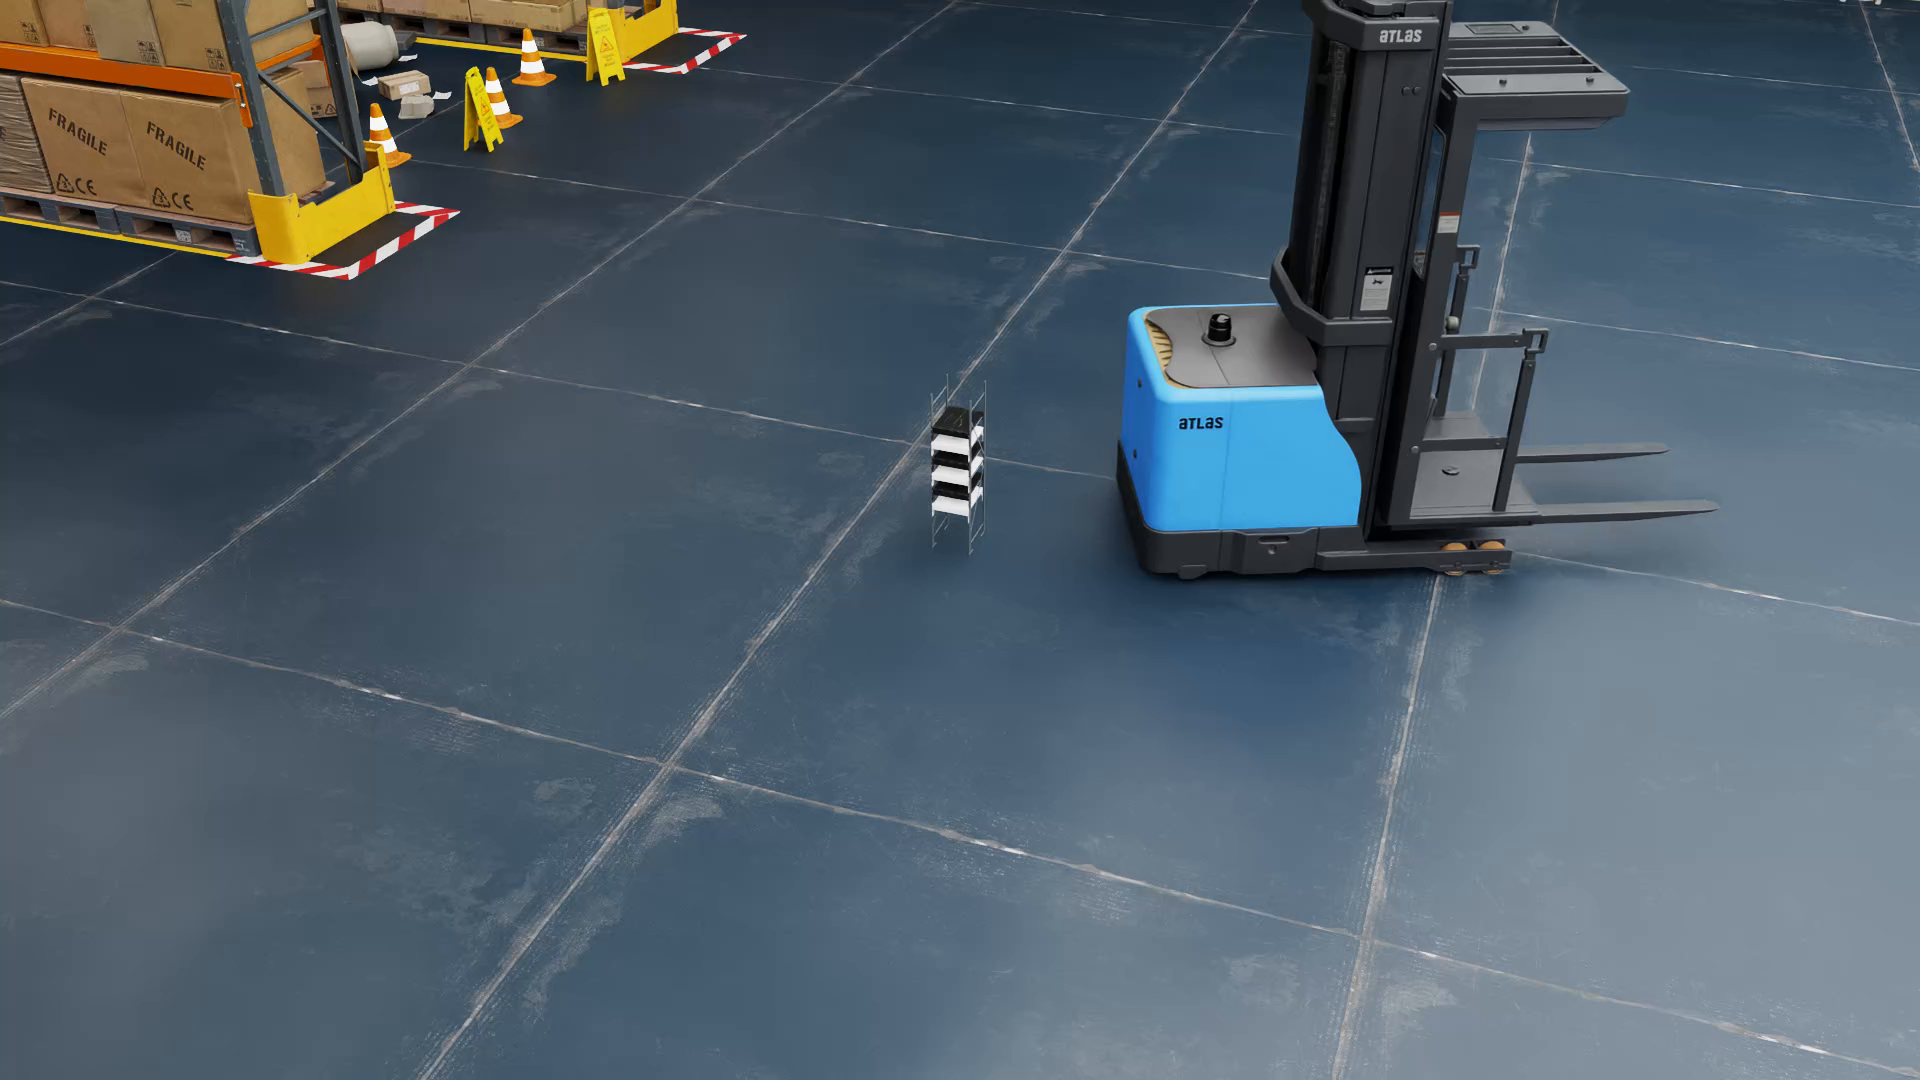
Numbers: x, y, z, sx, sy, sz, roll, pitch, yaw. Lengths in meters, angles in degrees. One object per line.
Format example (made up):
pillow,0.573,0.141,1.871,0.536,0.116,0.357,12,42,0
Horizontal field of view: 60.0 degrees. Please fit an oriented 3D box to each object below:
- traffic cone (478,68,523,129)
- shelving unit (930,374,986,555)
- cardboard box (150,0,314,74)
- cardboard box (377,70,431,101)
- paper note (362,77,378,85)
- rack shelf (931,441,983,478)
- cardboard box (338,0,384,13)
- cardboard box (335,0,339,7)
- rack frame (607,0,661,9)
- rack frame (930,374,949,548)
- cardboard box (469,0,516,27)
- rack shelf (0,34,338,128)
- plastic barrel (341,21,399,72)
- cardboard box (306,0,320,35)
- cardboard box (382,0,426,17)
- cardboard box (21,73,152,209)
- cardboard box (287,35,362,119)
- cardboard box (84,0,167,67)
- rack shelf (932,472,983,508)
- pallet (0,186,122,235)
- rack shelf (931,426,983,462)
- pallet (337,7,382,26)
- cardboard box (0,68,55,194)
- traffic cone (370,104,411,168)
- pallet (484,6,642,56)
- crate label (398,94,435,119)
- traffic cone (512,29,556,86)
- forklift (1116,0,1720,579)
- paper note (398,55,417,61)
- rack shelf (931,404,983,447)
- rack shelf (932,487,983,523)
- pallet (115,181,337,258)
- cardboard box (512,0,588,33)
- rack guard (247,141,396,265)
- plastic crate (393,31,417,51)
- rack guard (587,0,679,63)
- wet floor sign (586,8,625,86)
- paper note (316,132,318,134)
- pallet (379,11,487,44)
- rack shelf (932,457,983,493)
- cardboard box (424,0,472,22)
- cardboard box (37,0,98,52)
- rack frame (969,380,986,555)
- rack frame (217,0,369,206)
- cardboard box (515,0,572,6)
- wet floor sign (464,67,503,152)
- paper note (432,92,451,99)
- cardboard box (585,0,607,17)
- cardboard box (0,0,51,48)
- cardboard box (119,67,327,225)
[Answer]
traffic cone,-3.973,-3.801,14.211,0.334,0.463,0.336,11,34,16
shelving unit,-0.008,-0.380,8.508,0.210,0.900,0.258,11,34,16
cardboard box,-5.018,-3.638,11.480,0.550,0.550,0.875,11,34,16
cardboard box,-4.994,-4.086,14.942,0.380,0.149,0.250,-25,40,-33
paper note,-5.389,-4.212,15.257,0.142,0.019,0.148,24,40,32
rack shelf,-0.008,-0.427,8.477,0.200,0.077,0.258,11,34,16
cardboard box,-5.874,-5.491,16.638,0.500,0.250,0.500,13,35,19
cardboard box,-6.380,-5.583,16.780,0.500,0.250,0.500,9,34,14
rack frame,-3.079,-6.076,15.395,0.127,3.000,1.000,11,34,16
rack frame,-0.103,-0.398,8.537,0.006,0.900,0.240,11,34,16
cardboard box,-4.416,-5.207,16.196,0.500,0.250,0.500,11,34,17
rack shelf,-6.537,-3.594,12.214,4.000,0.370,1.077,11,34,16
plastic barrel,-5.534,-4.598,15.482,0.512,0.421,0.421,-18,37,-25
cardboard box,-6.295,-4.868,15.826,0.500,0.500,0.500,-18,37,-25
cardboard box,-5.374,-5.396,16.489,0.500,0.250,0.500,11,34,16
cardboard box,-6.144,-3.064,12.302,0.875,0.875,0.875,10,34,16
cardboard box,-5.587,-4.056,14.568,0.637,0.503,0.797,-11,35,-17
cardboard box,-5.544,-3.727,11.619,0.550,0.550,0.875,11,34,16
rack shelf,-0.008,-0.276,8.575,0.200,0.077,0.258,11,34,16
pallet,-6.578,-2.689,12.720,1.213,0.211,1.003,11,34,16
rack shelf,-0.008,-0.503,8.429,0.200,0.077,0.258,11,34,16
pallet,-6.200,-5.532,17.123,1.213,0.211,1.003,11,34,16
cardboard box,-7.001,-3.232,12.562,0.875,0.875,0.875,11,35,17
traffic cone,-4.675,-3.286,13.413,0.334,0.463,0.336,11,34,16
pallet,-3.903,-5.085,16.431,1.213,0.211,1.003,11,34,16
crate label,-4.734,-3.776,14.473,0.298,0.136,0.250,-6,33,-9
traffic cone,-3.919,-4.430,15.185,0.334,0.463,0.336,11,34,16
forklift,2.398,-1.336,8.116,3.031,2.935,1.130,-2,33,-3
paper note,-5.260,-4.599,15.845,0.148,0.019,0.142,0,33,0
rack shelf,-0.008,-0.578,8.380,0.200,0.077,0.258,11,34,16
rack shelf,-0.008,-0.200,8.624,0.200,0.077,0.258,11,34,16
pallet,-5.433,-2.465,12.373,1.213,0.211,1.003,11,34,16
cardboard box,-3.953,-5.112,16.050,0.500,0.250,0.500,11,34,16
rack guard,-4.631,-2.475,12.123,0.348,0.500,1.175,11,34,16
plastic crate,-5.643,-4.875,16.227,0.583,0.080,0.402,0,33,0
rack guard,-3.151,-5.040,16.095,0.348,0.500,1.175,11,34,16
wet floor sign,-3.261,-4.506,15.134,0.232,0.644,0.267,24,40,32
paper note,-5.518,-3.428,14.033,0.142,0.017,0.144,24,40,32
pallet,-5.048,-5.309,16.778,1.213,0.211,1.003,11,34,16
rack shelf,-0.008,-0.352,8.526,0.200,0.077,0.258,11,34,16
cardboard box,-4.910,-5.299,16.340,0.500,0.250,0.500,10,34,15
cardboard box,-6.028,-3.894,11.877,0.550,0.550,0.875,11,34,16
rack frame,0.088,-0.361,8.479,0.006,0.900,0.240,11,34,16
rack frame,-4.654,-3.530,11.452,0.127,3.000,1.000,11,34,16
cardboard box,-3.921,-5.426,15.844,0.500,0.500,0.500,11,35,17
wet floor sign,-3.959,-3.546,13.648,0.232,0.644,0.267,5,33,8
paper note,-4.640,-3.985,14.894,0.142,0.019,0.148,0,33,0
cardboard box,-3.745,-5.386,16.474,0.500,0.250,0.500,11,34,16
cardboard box,-6.541,-3.970,11.995,0.500,0.550,0.875,11,34,16
cardboard box,-5.315,-2.904,12.054,0.875,0.875,0.875,11,35,17
